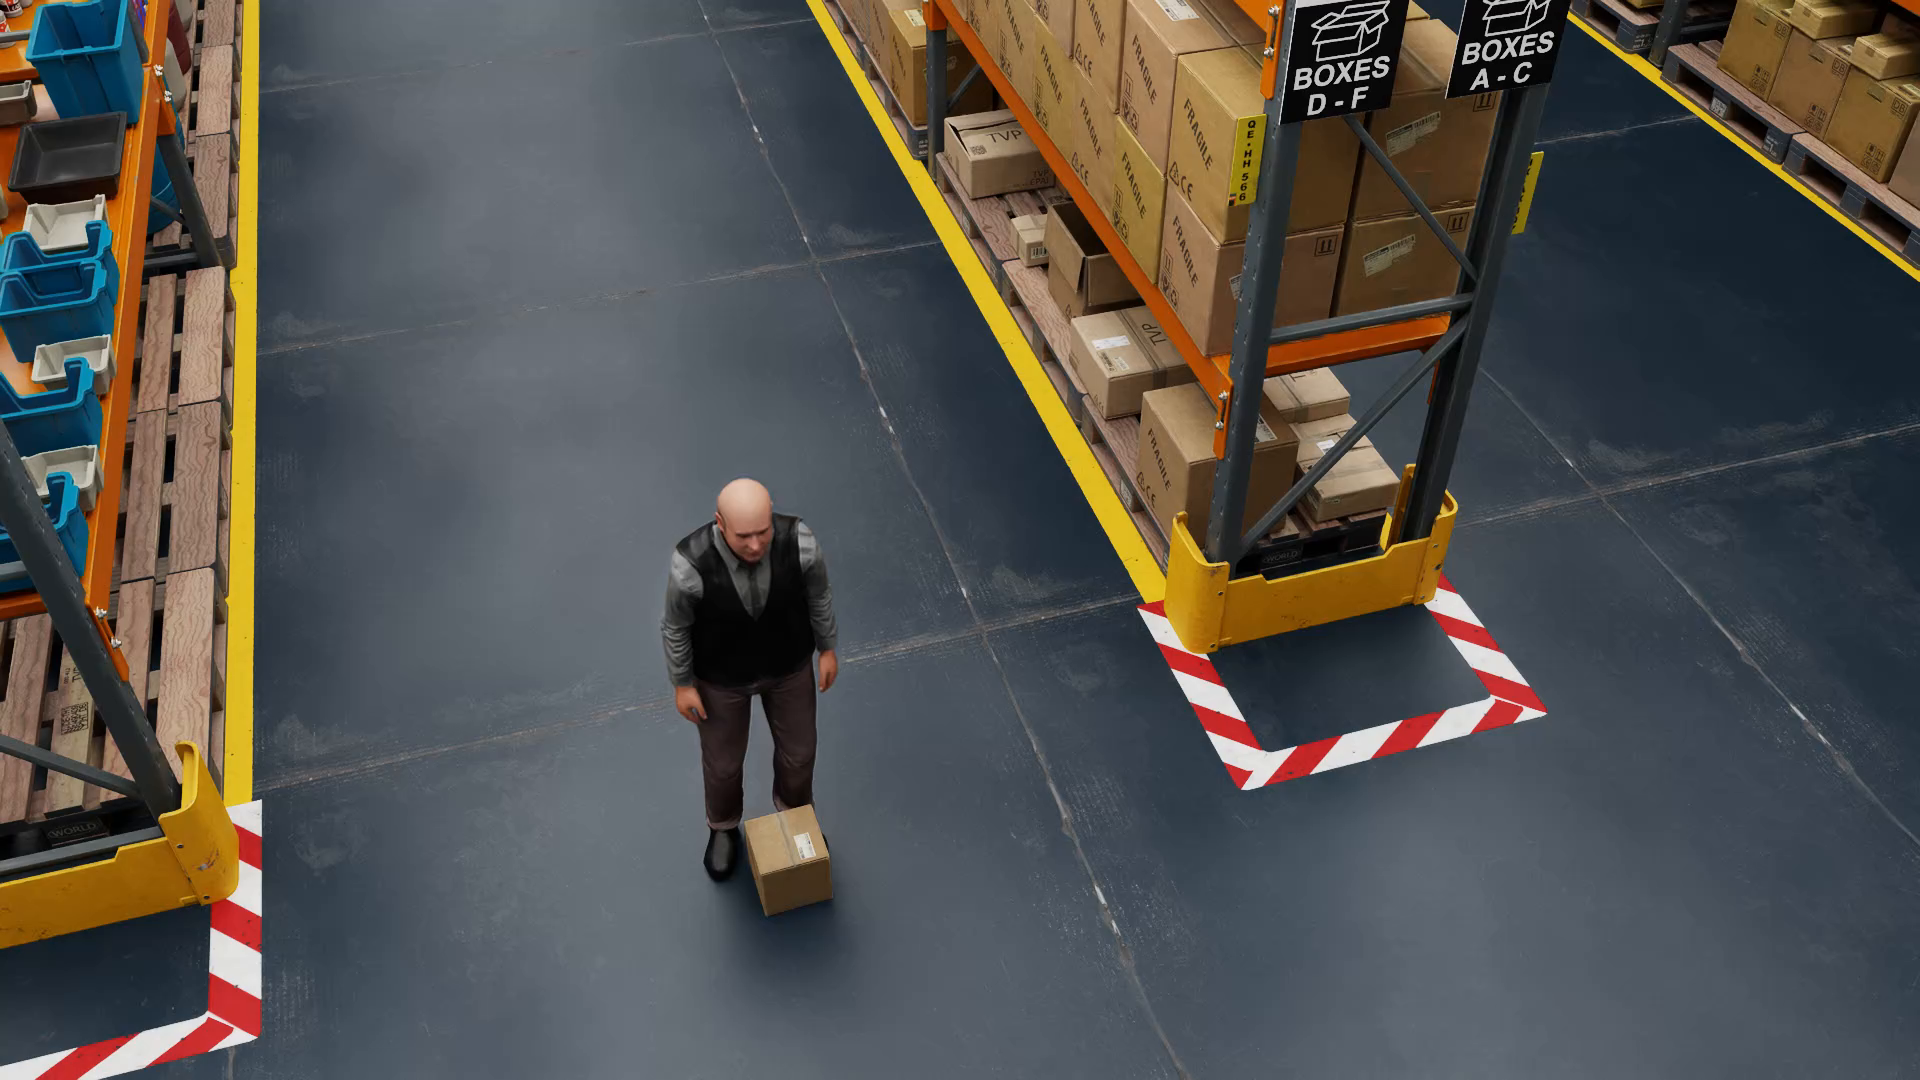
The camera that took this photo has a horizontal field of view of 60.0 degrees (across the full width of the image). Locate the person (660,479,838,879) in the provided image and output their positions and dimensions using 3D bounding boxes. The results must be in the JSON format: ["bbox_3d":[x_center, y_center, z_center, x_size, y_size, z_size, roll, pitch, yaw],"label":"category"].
[{"bbox_3d":[-0.697,0.445,5.683,0.588,1.721,0.462,-13,44,-14],"label":"person"}]
